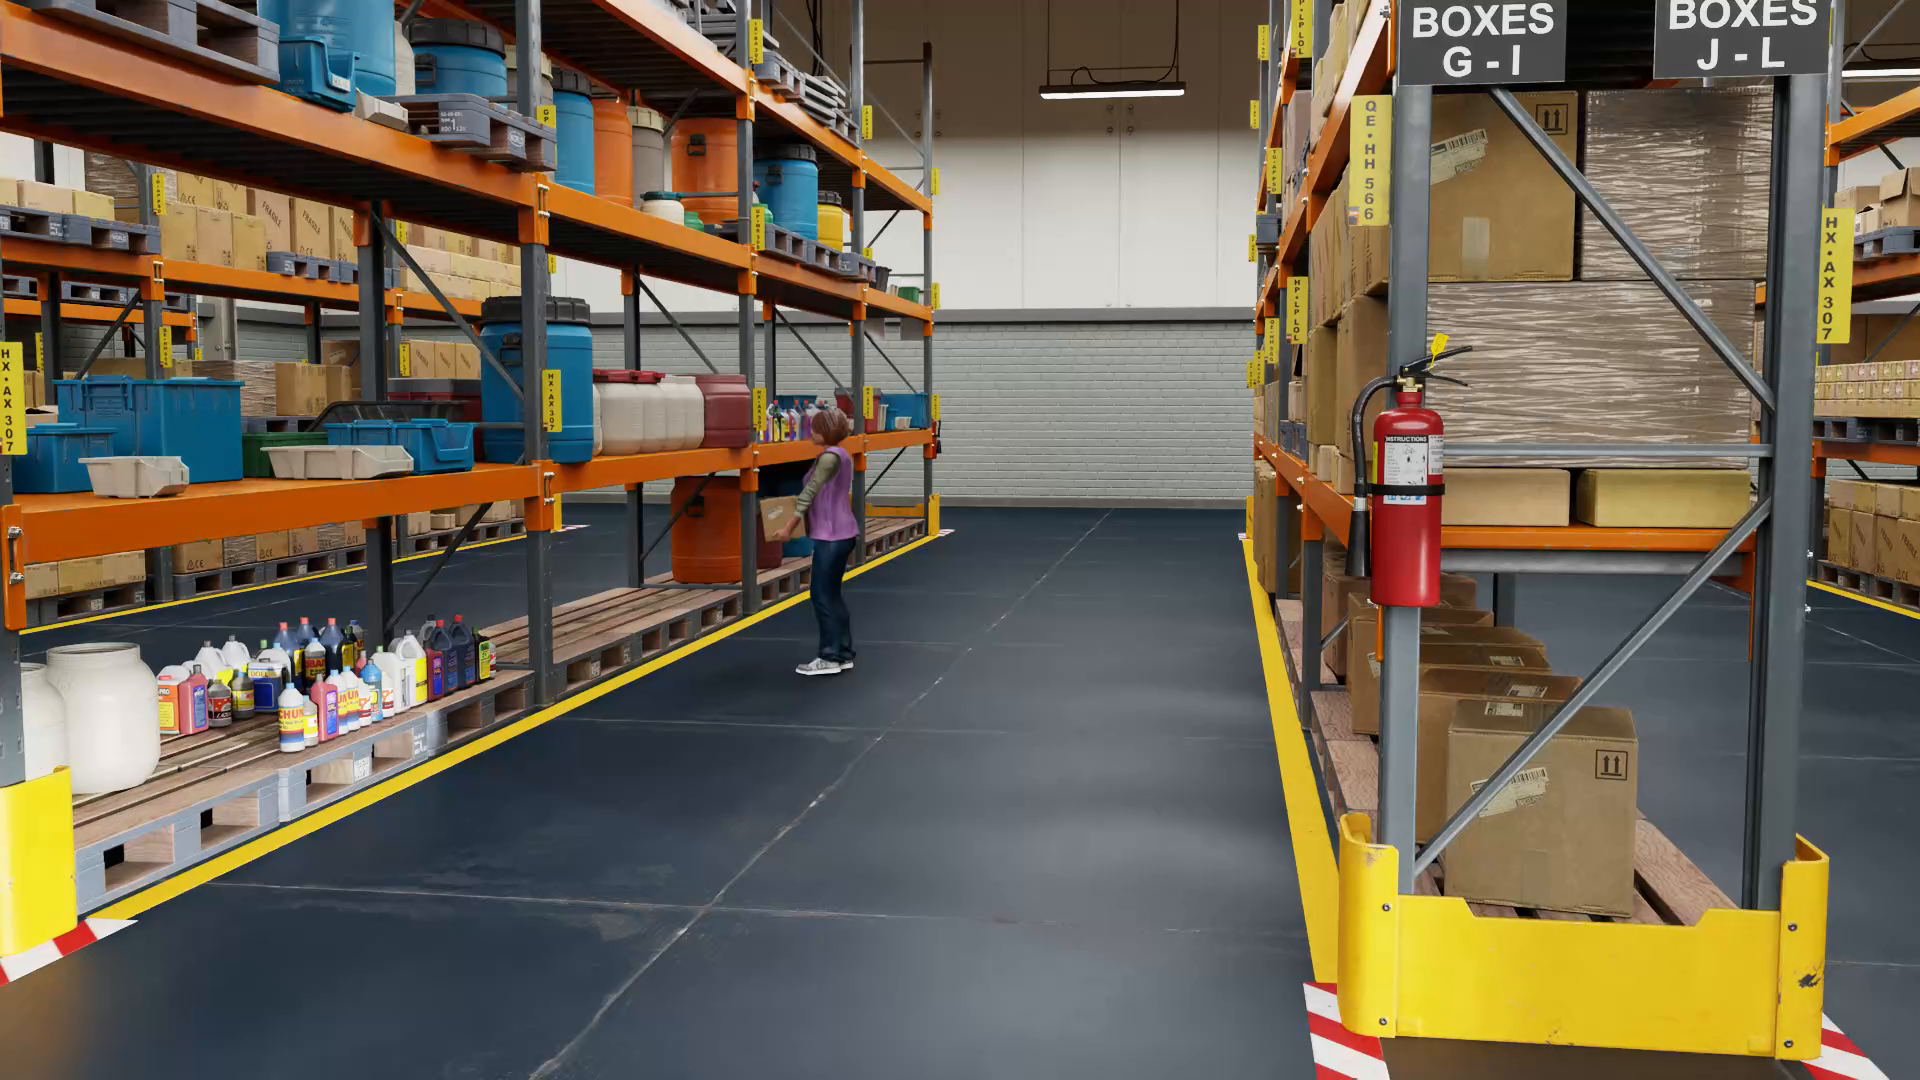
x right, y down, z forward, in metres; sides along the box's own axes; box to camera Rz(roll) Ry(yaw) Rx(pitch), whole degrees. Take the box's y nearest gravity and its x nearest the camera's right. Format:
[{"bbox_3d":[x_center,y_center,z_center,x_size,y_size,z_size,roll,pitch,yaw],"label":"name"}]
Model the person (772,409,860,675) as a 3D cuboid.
[{"bbox_3d":[-0.857,0.010,10.029,0.499,1.599,0.375,1,5,8],"label":"person"}]
